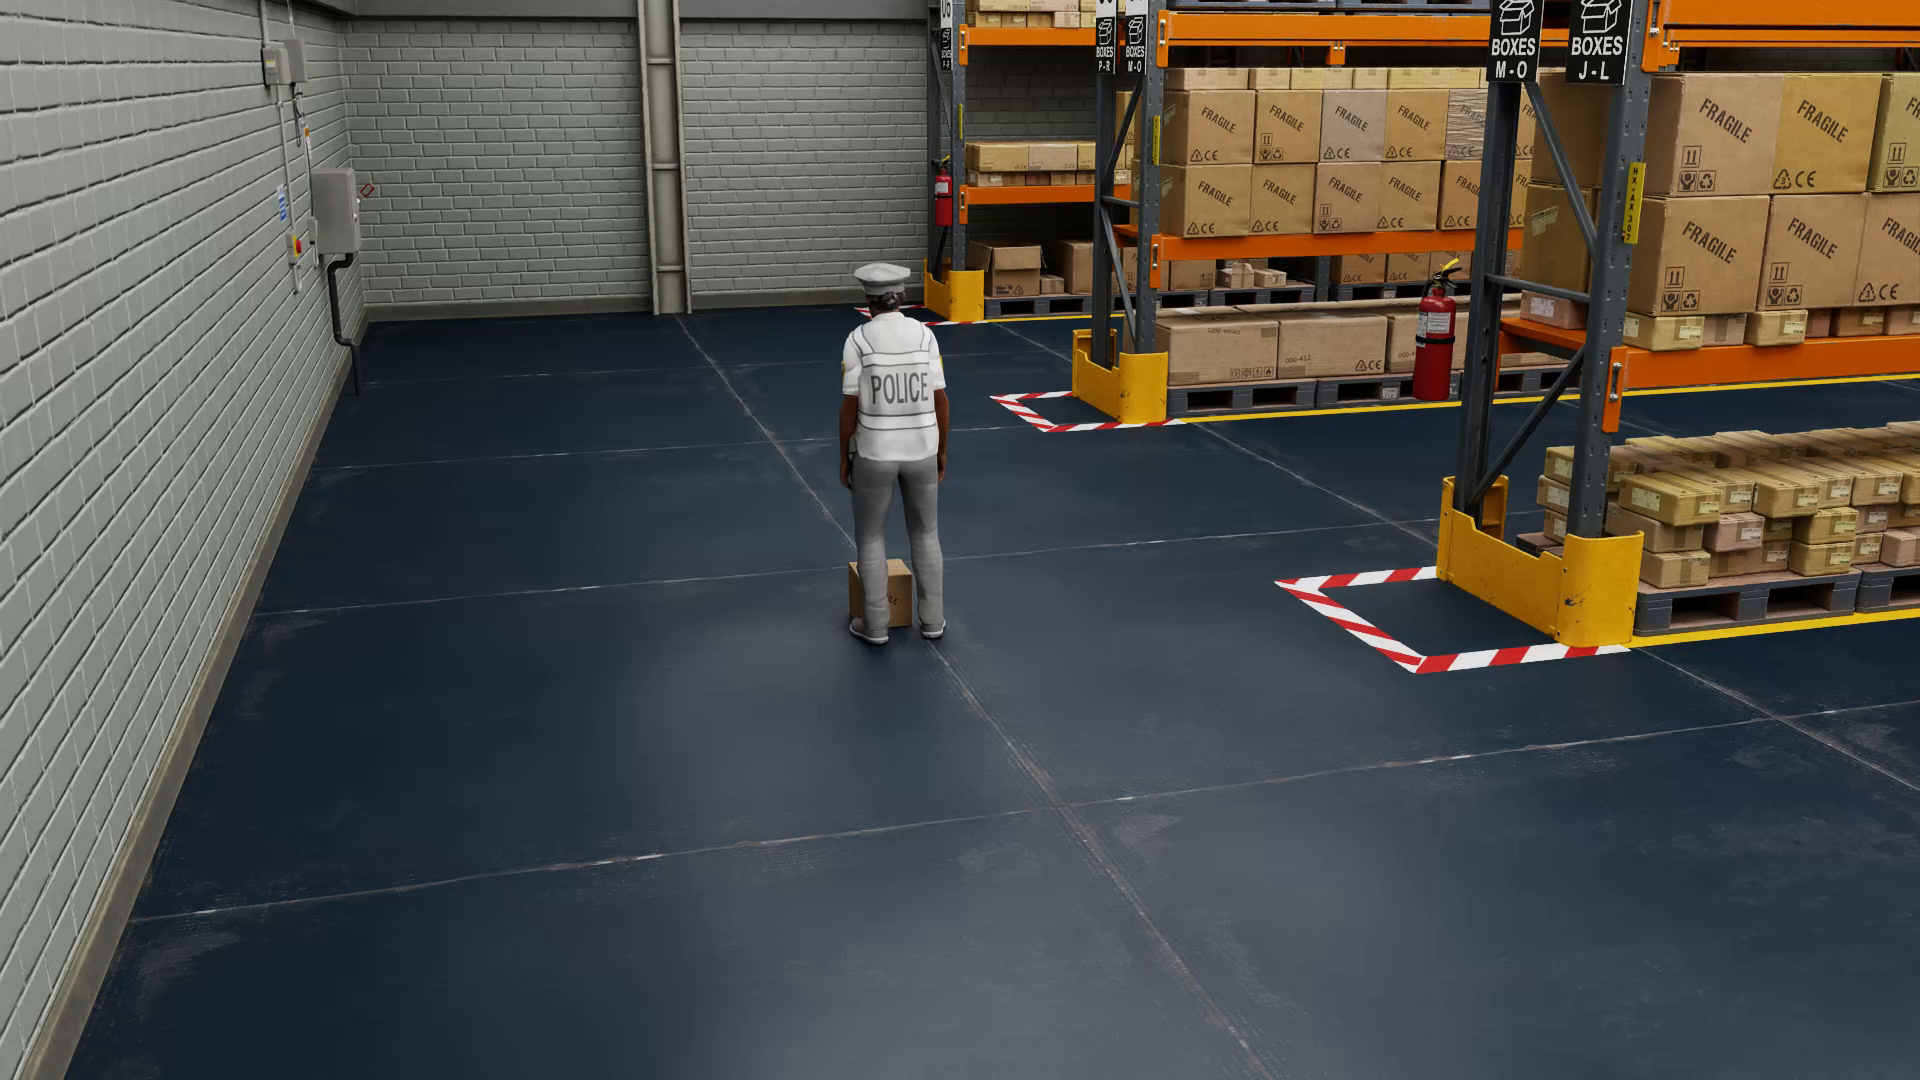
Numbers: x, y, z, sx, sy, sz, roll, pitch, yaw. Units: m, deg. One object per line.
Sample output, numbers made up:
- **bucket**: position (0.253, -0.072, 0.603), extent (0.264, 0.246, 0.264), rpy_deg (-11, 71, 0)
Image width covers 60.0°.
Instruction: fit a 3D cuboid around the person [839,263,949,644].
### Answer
- **person**: position (-0.287, -0.364, 7.298), extent (0.503, 1.656, 0.397), rpy_deg (-5, 17, -15)
